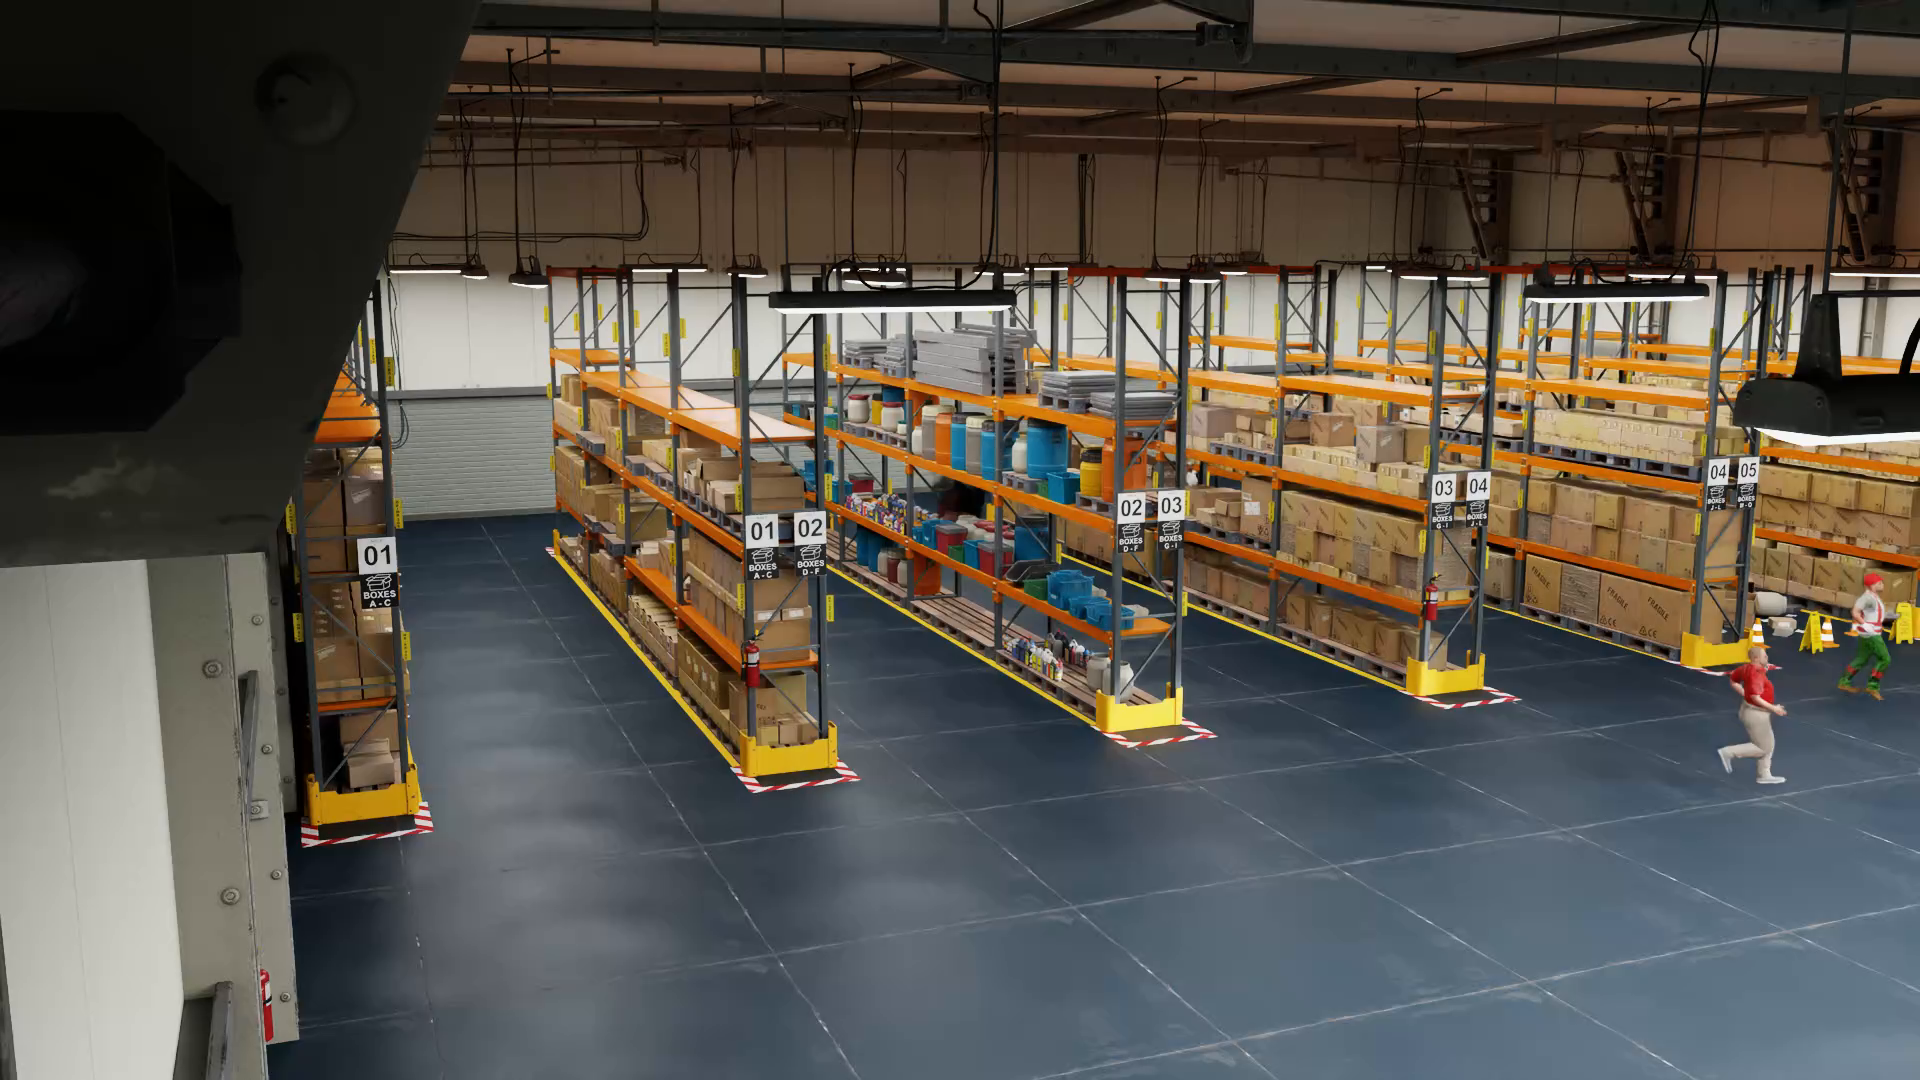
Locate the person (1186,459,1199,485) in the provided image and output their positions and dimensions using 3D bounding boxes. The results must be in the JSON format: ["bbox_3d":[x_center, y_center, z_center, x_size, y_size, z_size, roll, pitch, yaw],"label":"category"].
[{"bbox_3d":[5.125,-0.988,37.354,0.569,1.699,0.934,-4,11,-22],"label":"person"}]

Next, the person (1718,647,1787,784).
[{"bbox_3d":[9.472,2.094,19.845,0.835,1.685,0.677,1,10,7],"label":"person"}]

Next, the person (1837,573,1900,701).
[{"bbox_3d":[12.953,1.374,23.679,0.701,1.828,0.629,5,11,26],"label":"person"}]
